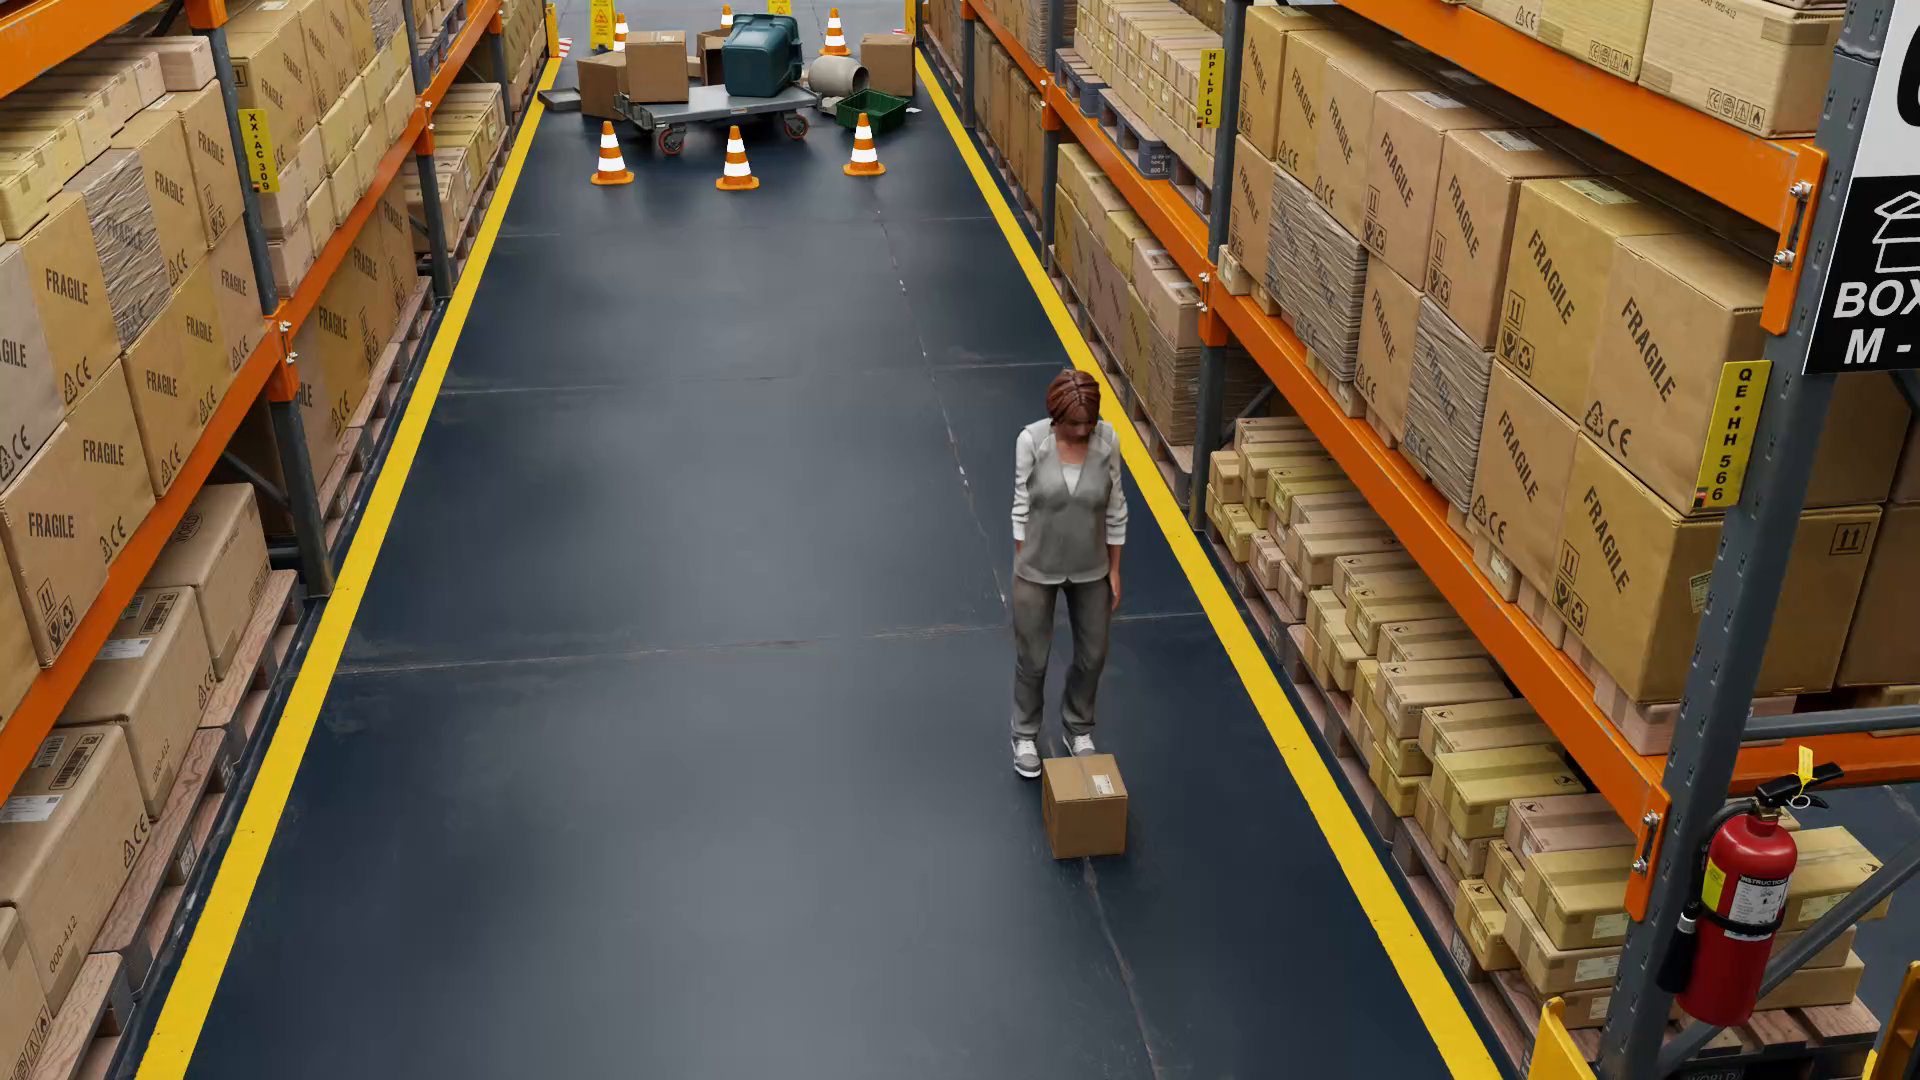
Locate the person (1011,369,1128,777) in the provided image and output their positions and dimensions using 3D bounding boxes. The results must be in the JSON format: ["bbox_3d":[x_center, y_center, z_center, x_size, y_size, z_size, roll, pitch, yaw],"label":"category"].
[{"bbox_3d":[0.384,0.116,5.926,0.412,1.587,0.316,-4,28,-7],"label":"person"}]
